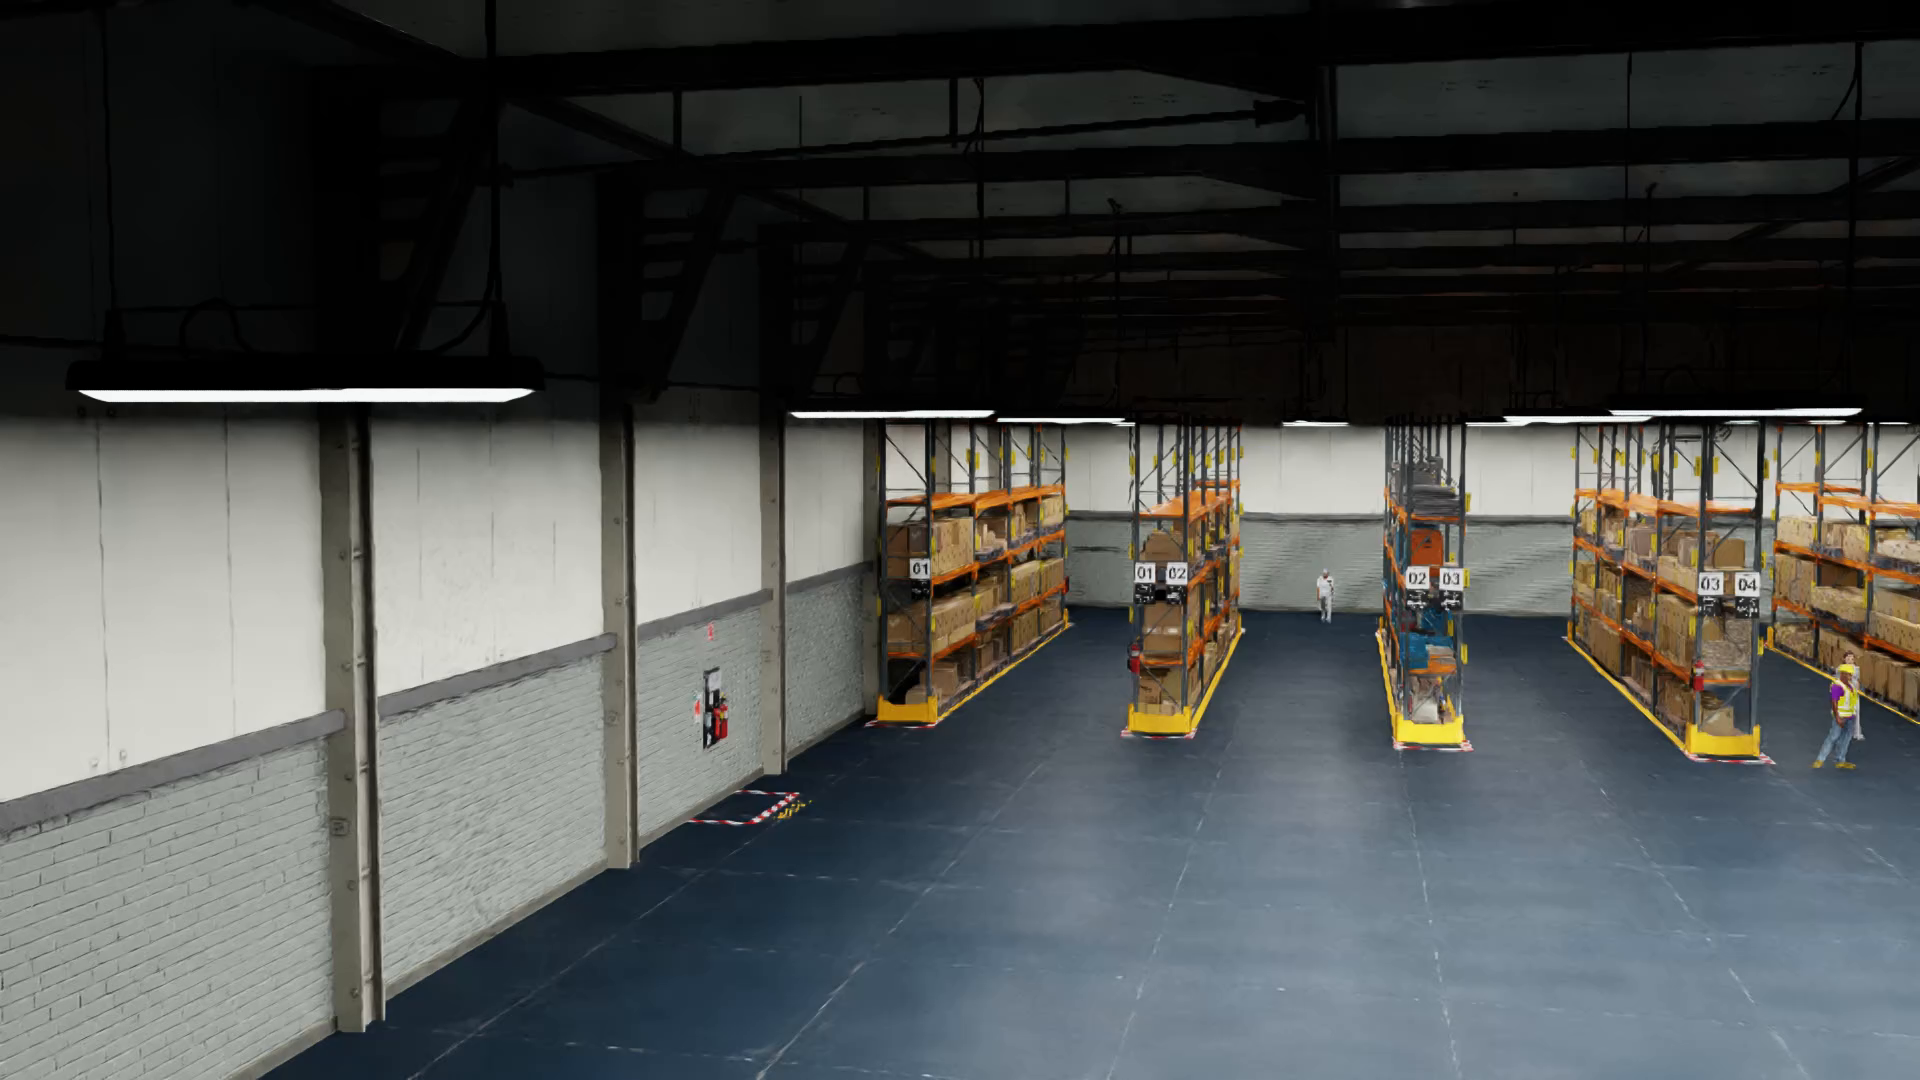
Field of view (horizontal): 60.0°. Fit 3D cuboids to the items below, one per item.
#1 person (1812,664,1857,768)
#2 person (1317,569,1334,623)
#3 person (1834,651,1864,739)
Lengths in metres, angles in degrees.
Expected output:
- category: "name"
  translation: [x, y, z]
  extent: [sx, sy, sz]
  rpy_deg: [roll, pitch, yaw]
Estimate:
- category: "person"
  translation: [14.722, 2.956, 27.943]
  extent: [0.735, 1.763, 0.487]
  rpy_deg: [-2, 5, -32]
- category: "person"
  translation: [10.722, 1.618, 48.822]
  extent: [0.497, 1.583, 1.090]
  rpy_deg: [1, 4, 15]
- category: "person"
  translation: [16.369, 2.834, 30.697]
  extent: [0.446, 1.590, 1.110]
  rpy_deg: [1, 4, 15]
